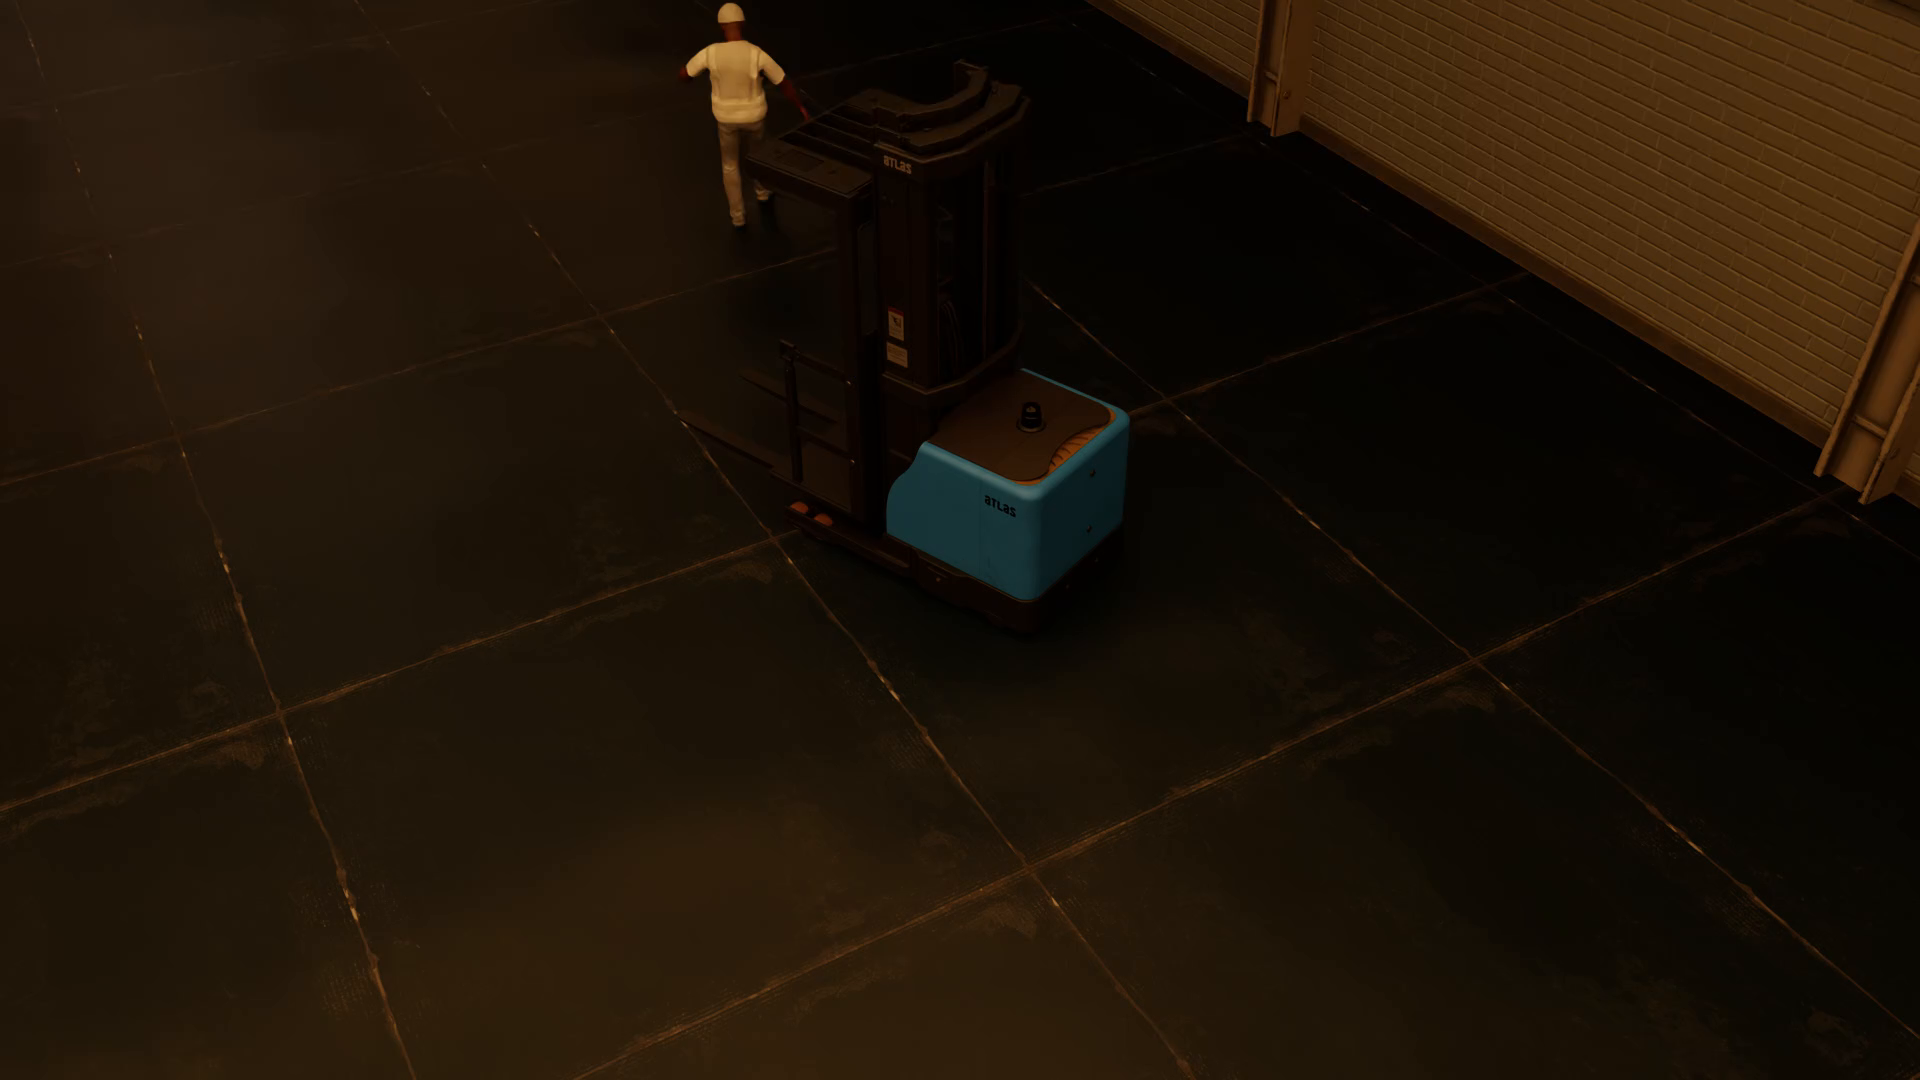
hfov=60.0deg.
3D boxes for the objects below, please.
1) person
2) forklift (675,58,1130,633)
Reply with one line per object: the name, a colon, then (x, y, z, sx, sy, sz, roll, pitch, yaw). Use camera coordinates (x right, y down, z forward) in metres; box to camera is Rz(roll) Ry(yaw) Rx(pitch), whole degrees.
person: (-1.686, -3.396, 13.082, 1.046, 1.755, 0.734, -3, 40, -3)
forklift: (-0.481, -1.366, 9.683, 3.031, 2.935, 1.130, 26, 46, 28)
